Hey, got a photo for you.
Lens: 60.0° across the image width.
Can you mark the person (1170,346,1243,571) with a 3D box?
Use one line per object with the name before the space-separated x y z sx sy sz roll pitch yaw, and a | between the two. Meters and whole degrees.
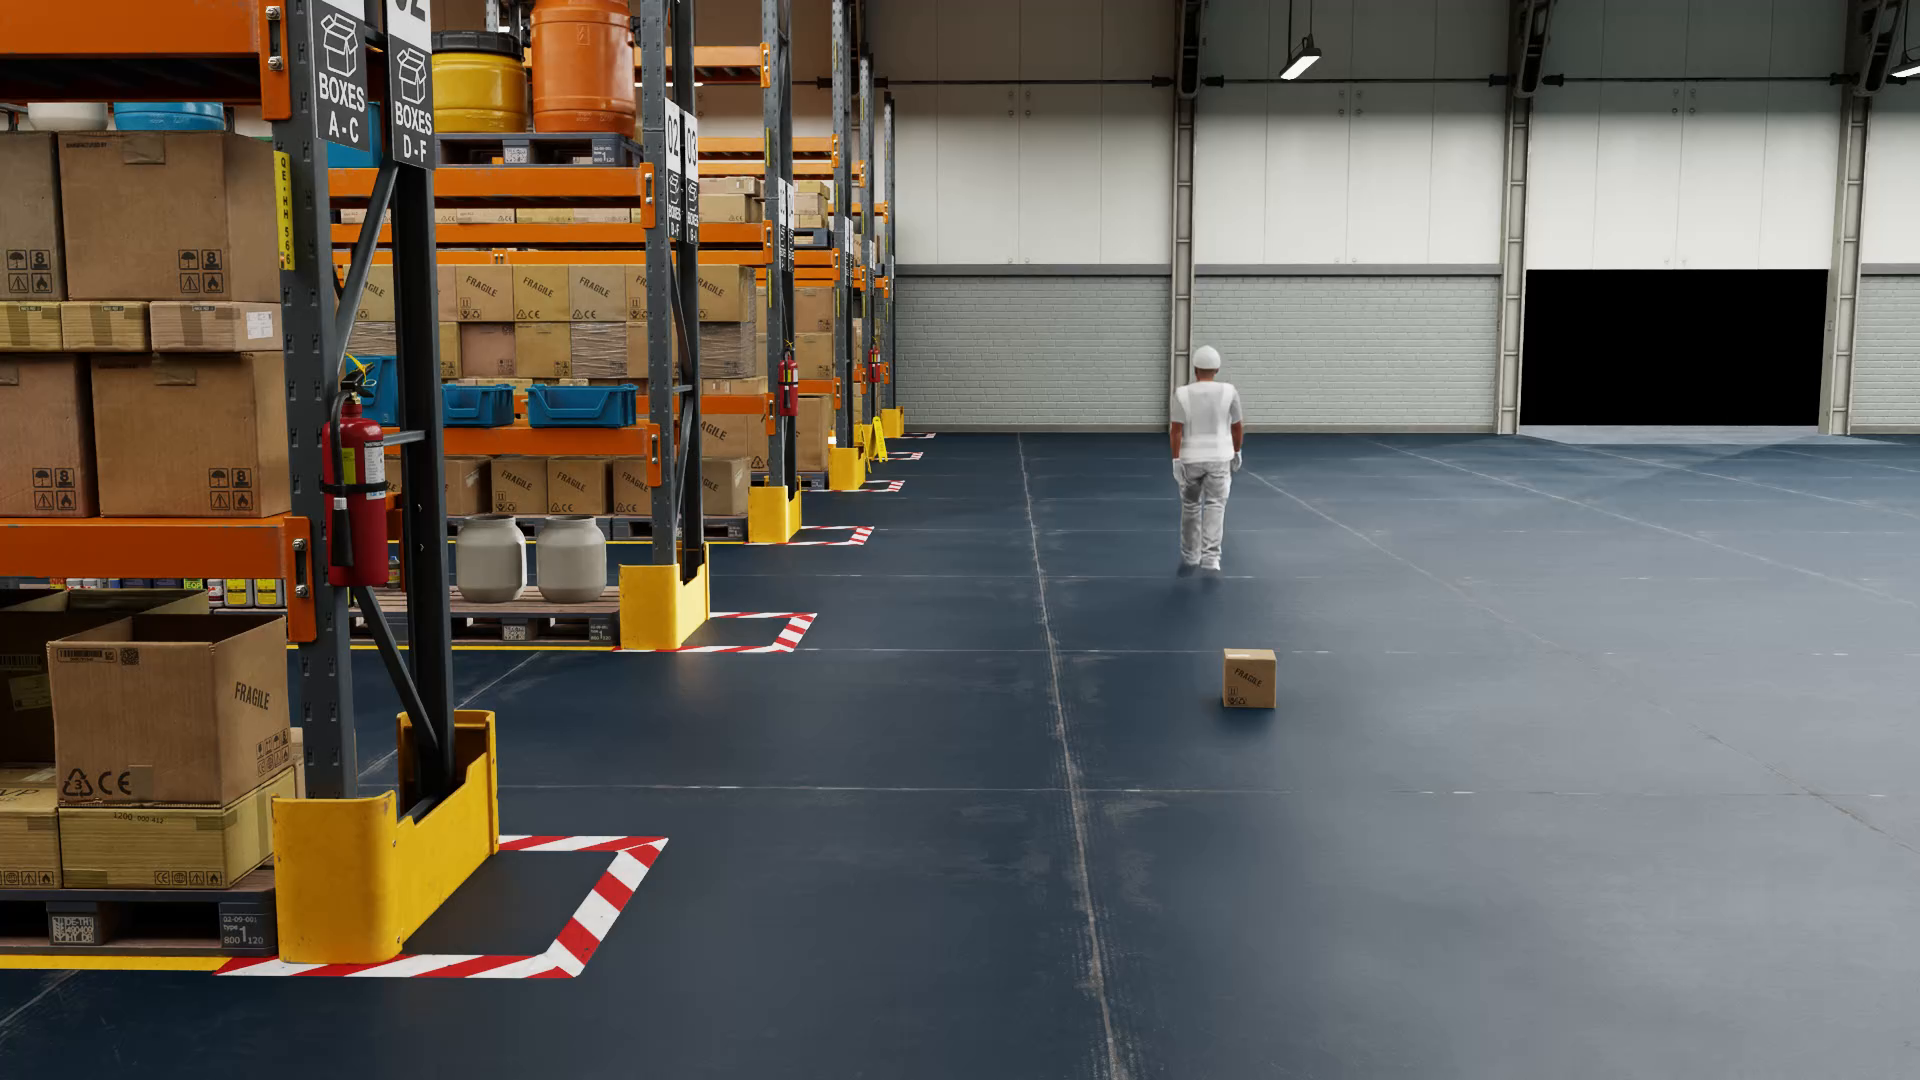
person | 1.910 -0.630 12.868 0.541 1.738 1.041 2 7 13
